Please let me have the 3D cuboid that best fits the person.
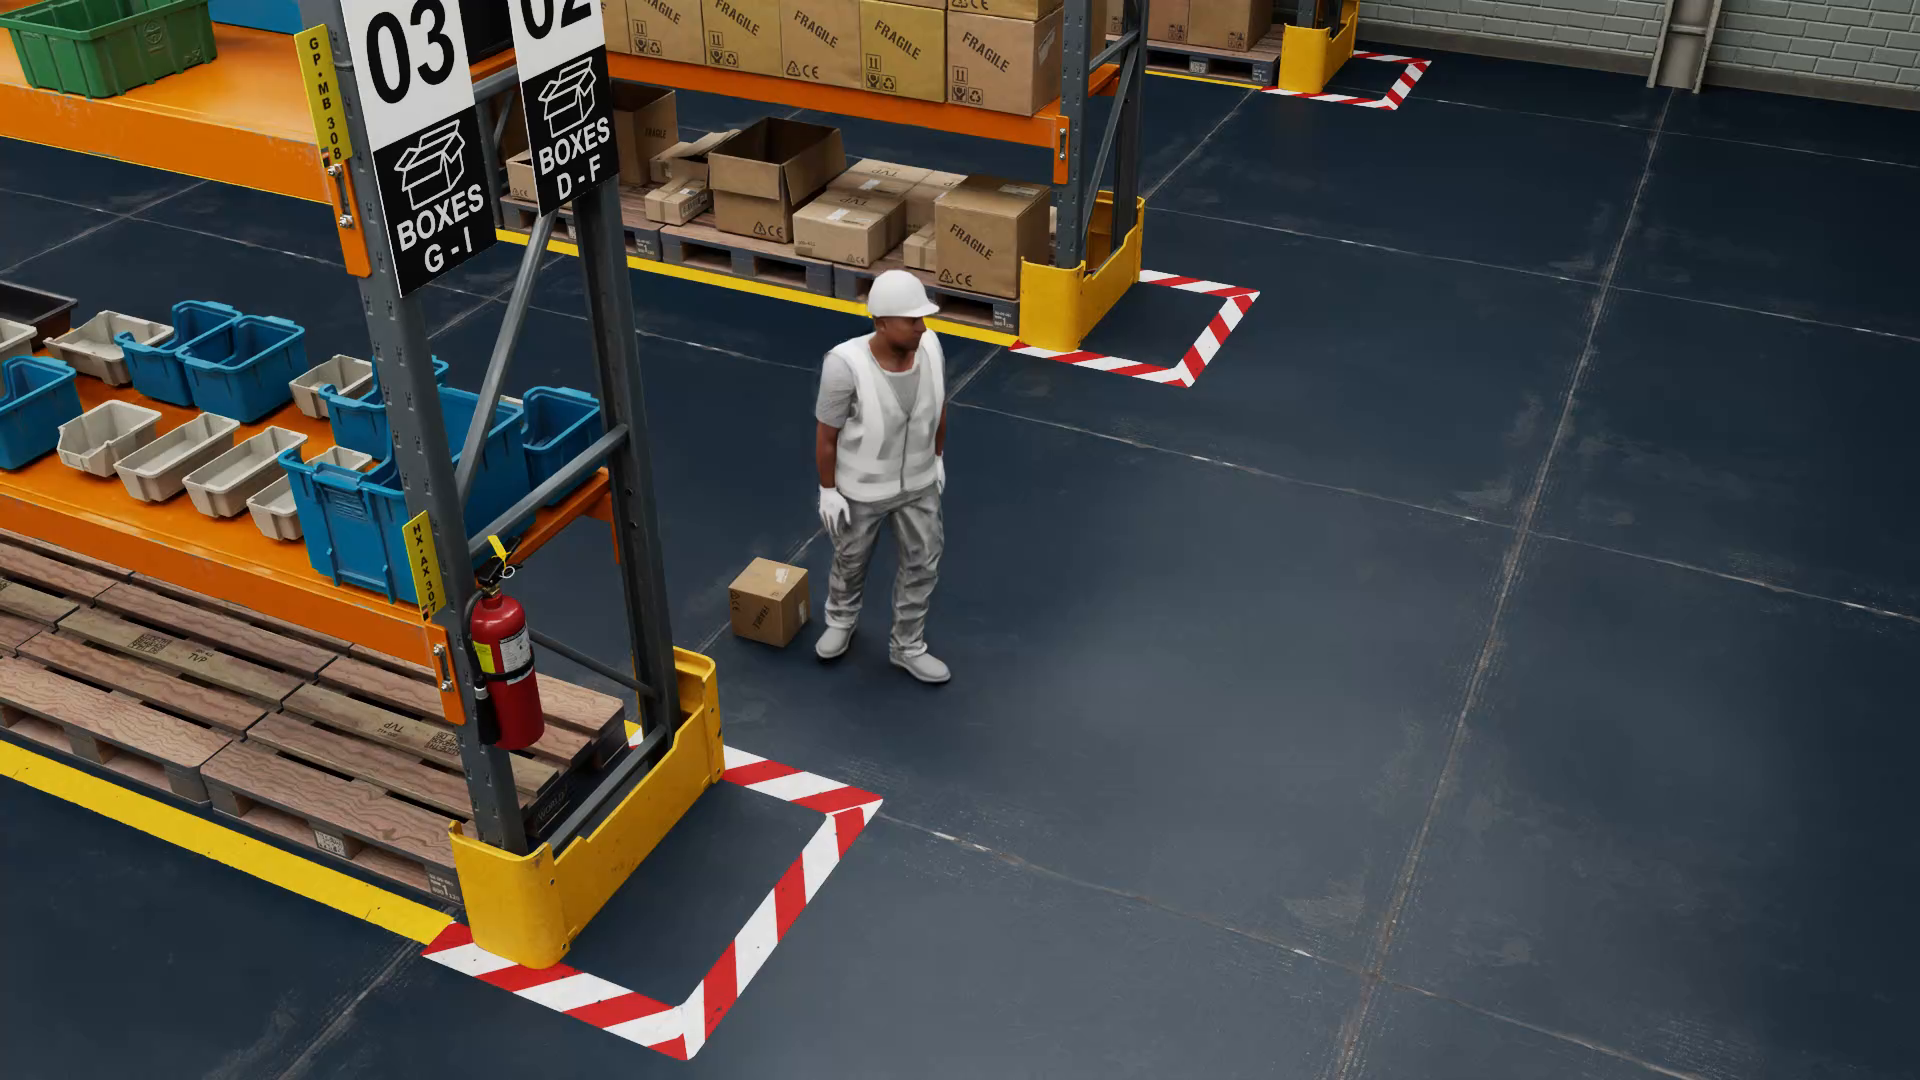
[{"bbox_3d":[-0.307,-0.247,6.501,0.582,1.777,0.578,-17,37,-24],"label":"person"}]
